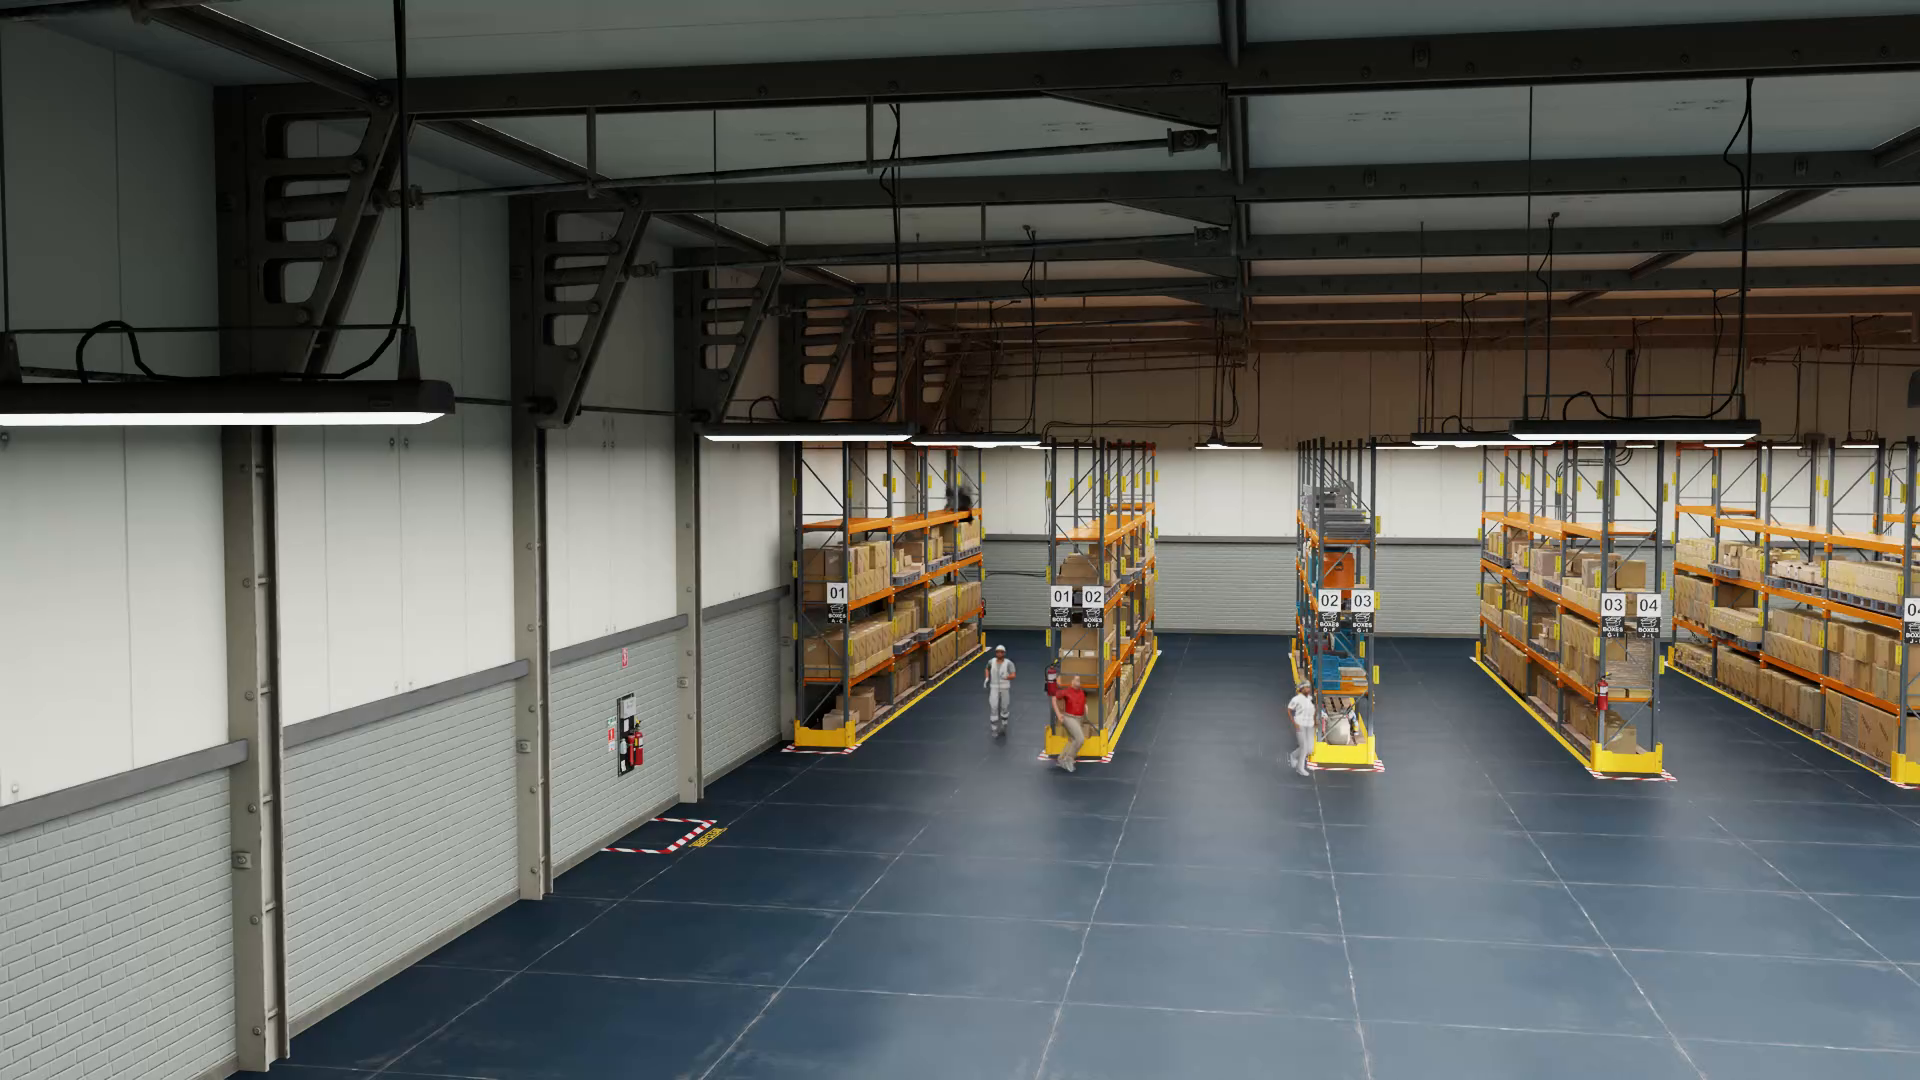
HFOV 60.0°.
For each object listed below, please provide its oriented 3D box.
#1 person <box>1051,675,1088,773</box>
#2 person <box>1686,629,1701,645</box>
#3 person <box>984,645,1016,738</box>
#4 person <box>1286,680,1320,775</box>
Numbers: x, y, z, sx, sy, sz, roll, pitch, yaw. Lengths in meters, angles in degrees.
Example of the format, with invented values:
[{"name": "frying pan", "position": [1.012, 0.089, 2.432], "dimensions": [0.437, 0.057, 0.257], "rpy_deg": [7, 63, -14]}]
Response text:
[{"name": "person", "position": [2.054, 3.299, 29.956], "dimensions": [0.636, 1.725, 0.661], "rpy_deg": [2, 4, 35]}, {"name": "person", "position": [20.308, 2.483, 45.775], "dimensions": [0.586, 1.663, 0.641], "rpy_deg": [1, 3, 14]}, {"name": "person", "position": [0.800, 3.029, 33.573], "dimensions": [0.652, 1.824, 0.854], "rpy_deg": [0, 3, 6]}, {"name": "person", "position": [6.148, 3.338, 29.725], "dimensions": [0.623, 1.665, 0.523], "rpy_deg": [-2, 3, -28]}]
